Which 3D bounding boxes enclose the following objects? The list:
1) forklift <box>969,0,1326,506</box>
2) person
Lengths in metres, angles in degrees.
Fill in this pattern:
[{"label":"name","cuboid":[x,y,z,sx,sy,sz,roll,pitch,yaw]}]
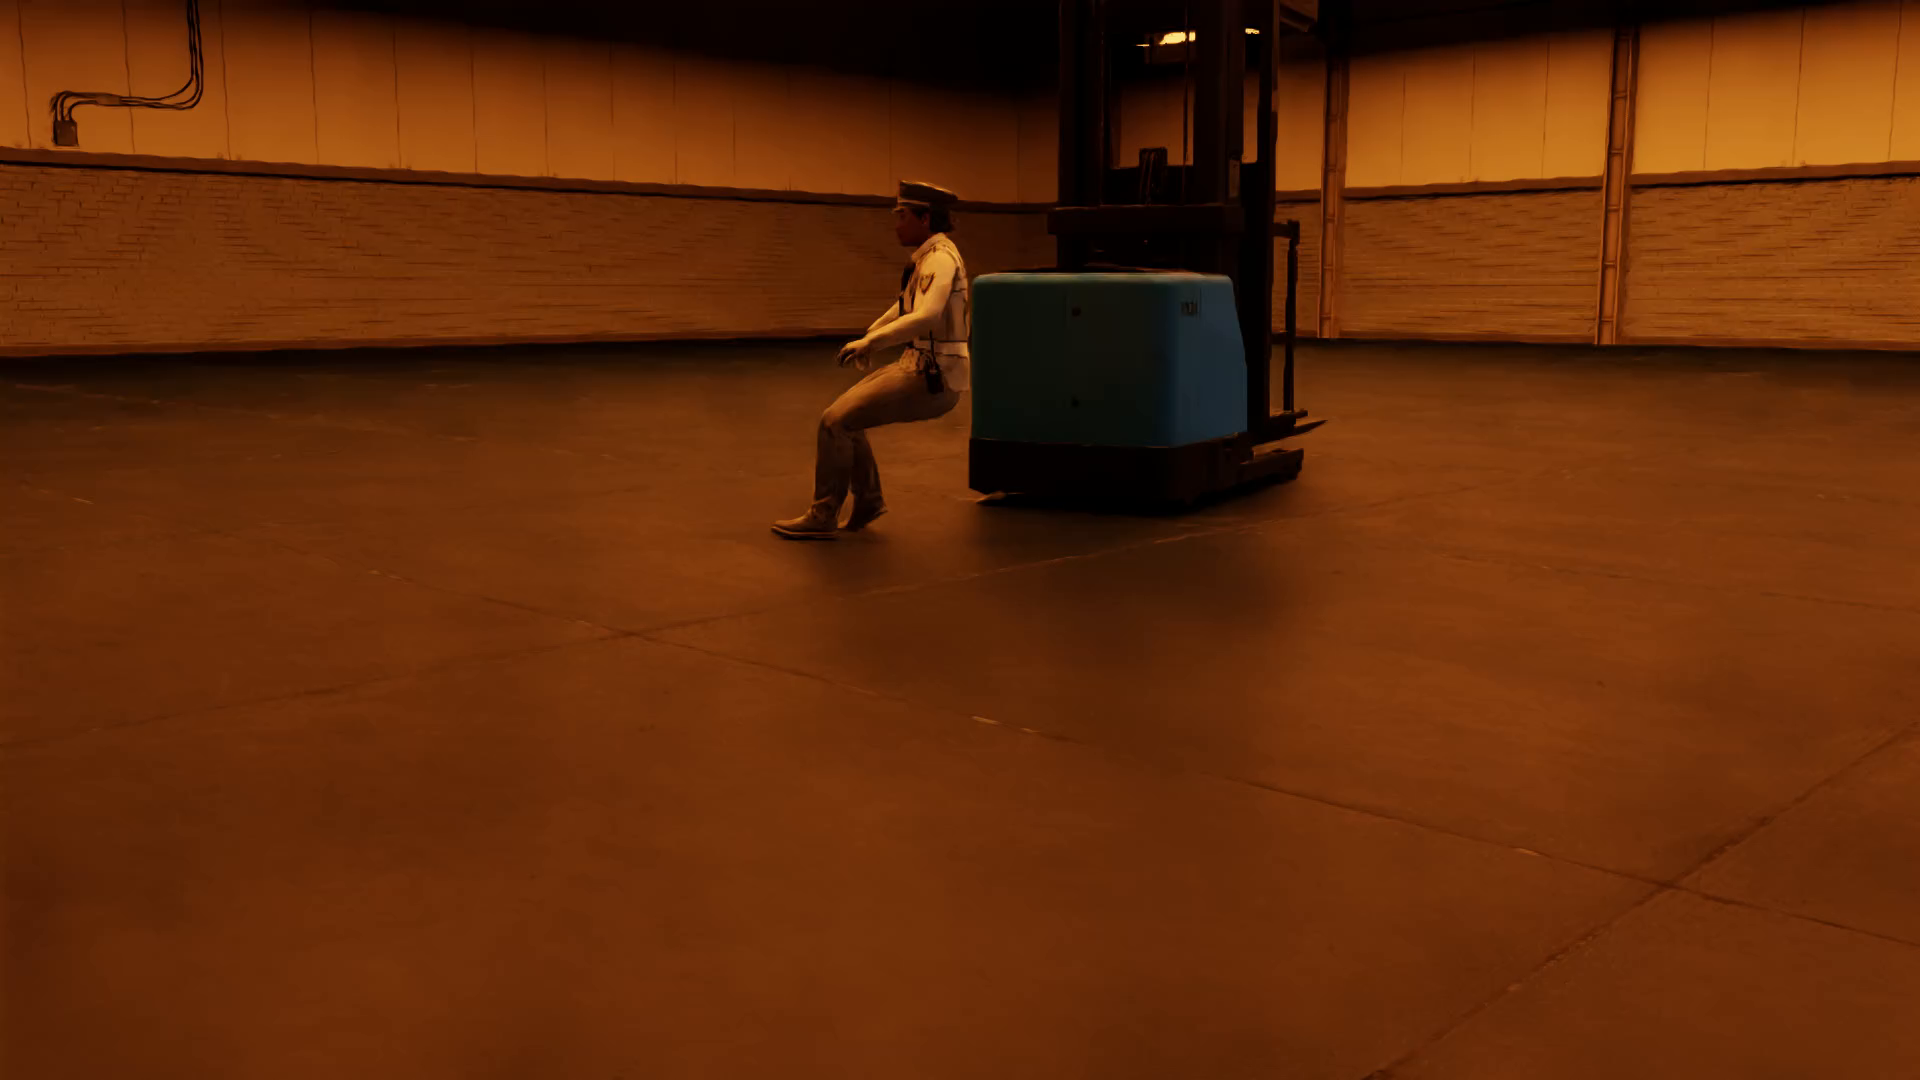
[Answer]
[{"label":"forklift","cuboid":[1.188,-1.780,8.696,1.130,2.935,3.031,5,10,28]},{"label":"person","cuboid":[-0.360,-0.695,6.673,0.800,1.475,0.766,-1,9,-10]}]
